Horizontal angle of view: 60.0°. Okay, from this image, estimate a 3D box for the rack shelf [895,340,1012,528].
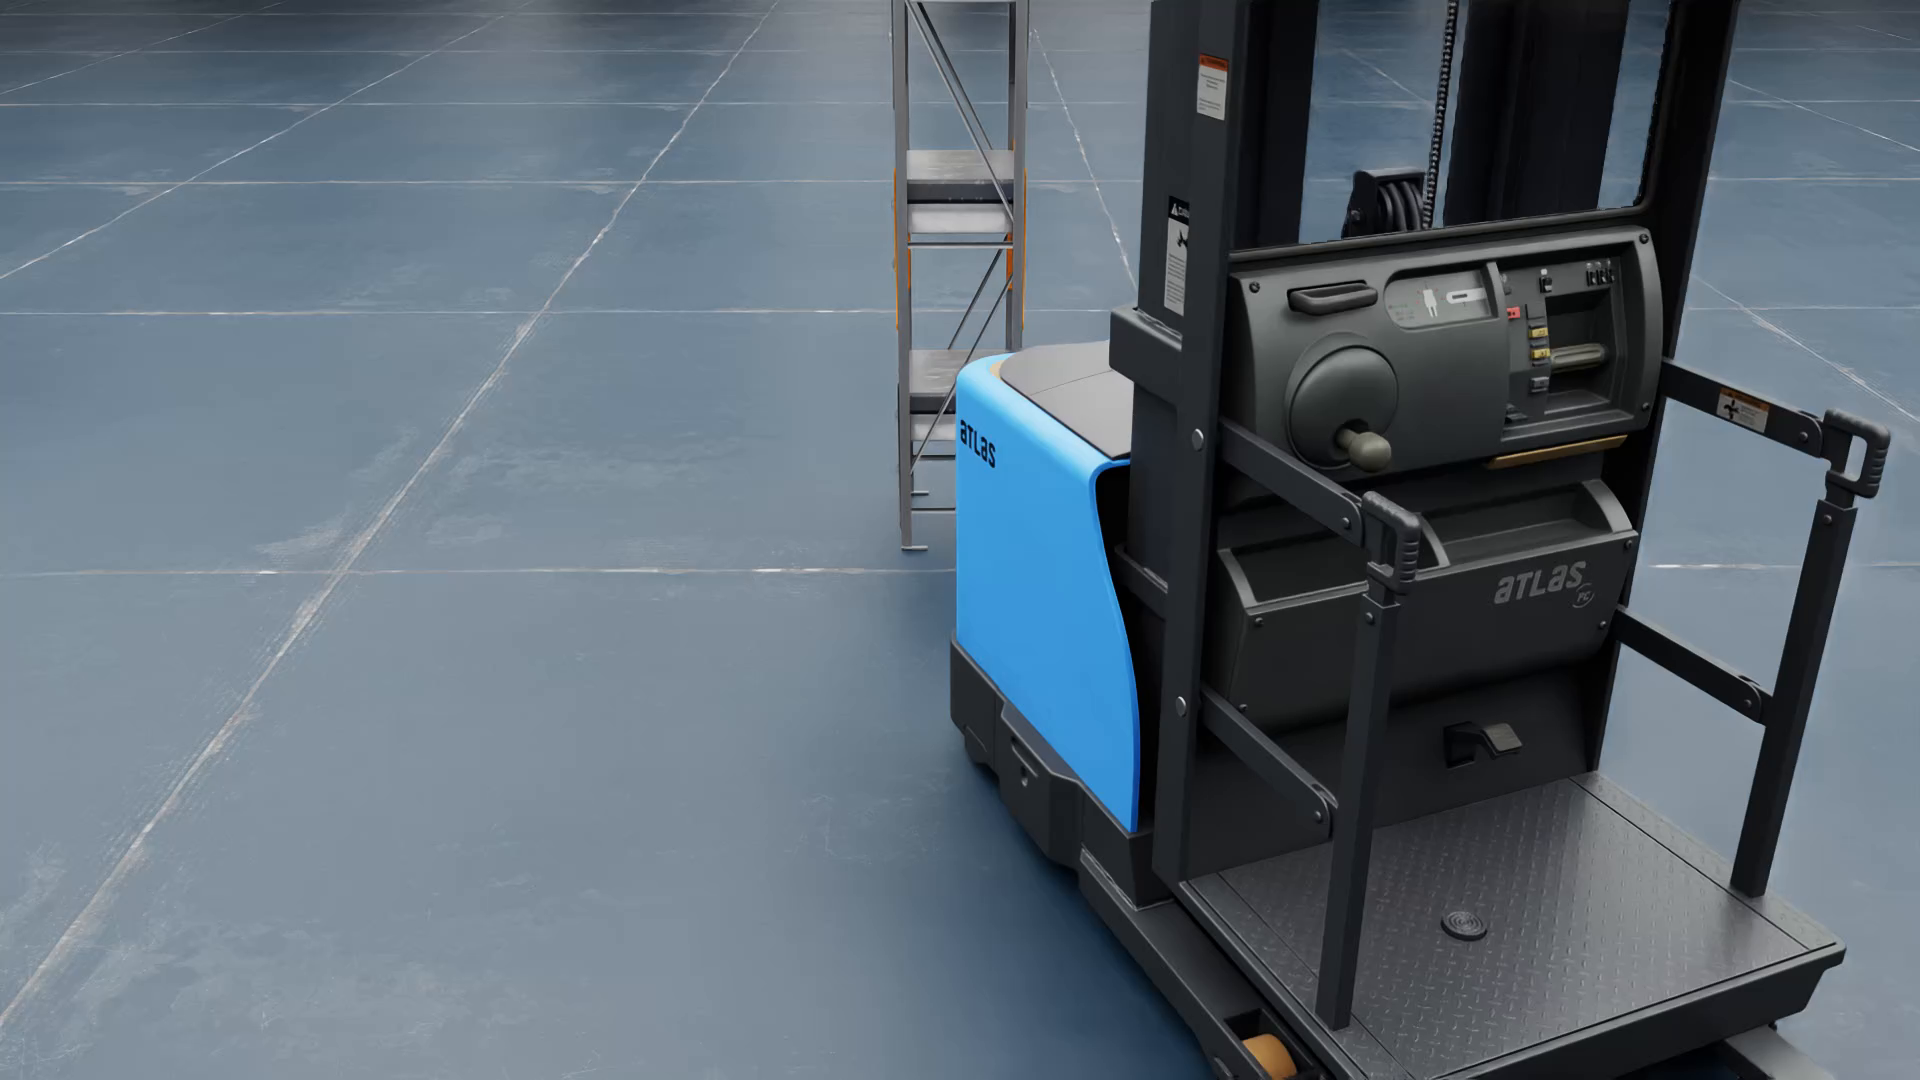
[{"bbox_3d":[-0.002,-0.375,5.762,0.431,0.518,0.480,0,24,-1],"label":"rack shelf"}]

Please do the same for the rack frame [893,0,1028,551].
[{"bbox_3d":[0.001,-0.924,5.246,0.400,2.100,0.015,0,24,-1],"label":"rack frame"}]

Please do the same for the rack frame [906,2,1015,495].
[{"bbox_3d":[-0.004,-1.125,5.690,0.400,2.100,0.015,0,24,-1],"label":"rack frame"}]

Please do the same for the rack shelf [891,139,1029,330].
[{"bbox_3d":[-0.002,-1.012,5.474,0.431,0.518,0.480,0,24,-1],"label":"rack shelf"}]

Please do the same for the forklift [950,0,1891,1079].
[{"bbox_3d":[1.016,-0.328,2.919,1.130,2.935,3.031,-10,26,-21],"label":"forklift"}]

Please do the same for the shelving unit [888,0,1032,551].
[{"bbox_3d":[-0.002,-1.025,5.468,0.431,2.100,0.503,0,24,-1],"label":"shelving unit"}]

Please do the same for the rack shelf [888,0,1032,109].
[{"bbox_3d":[-0.002,-1.650,5.185,0.431,0.518,0.480,0,24,-1],"label":"rack shelf"}]
